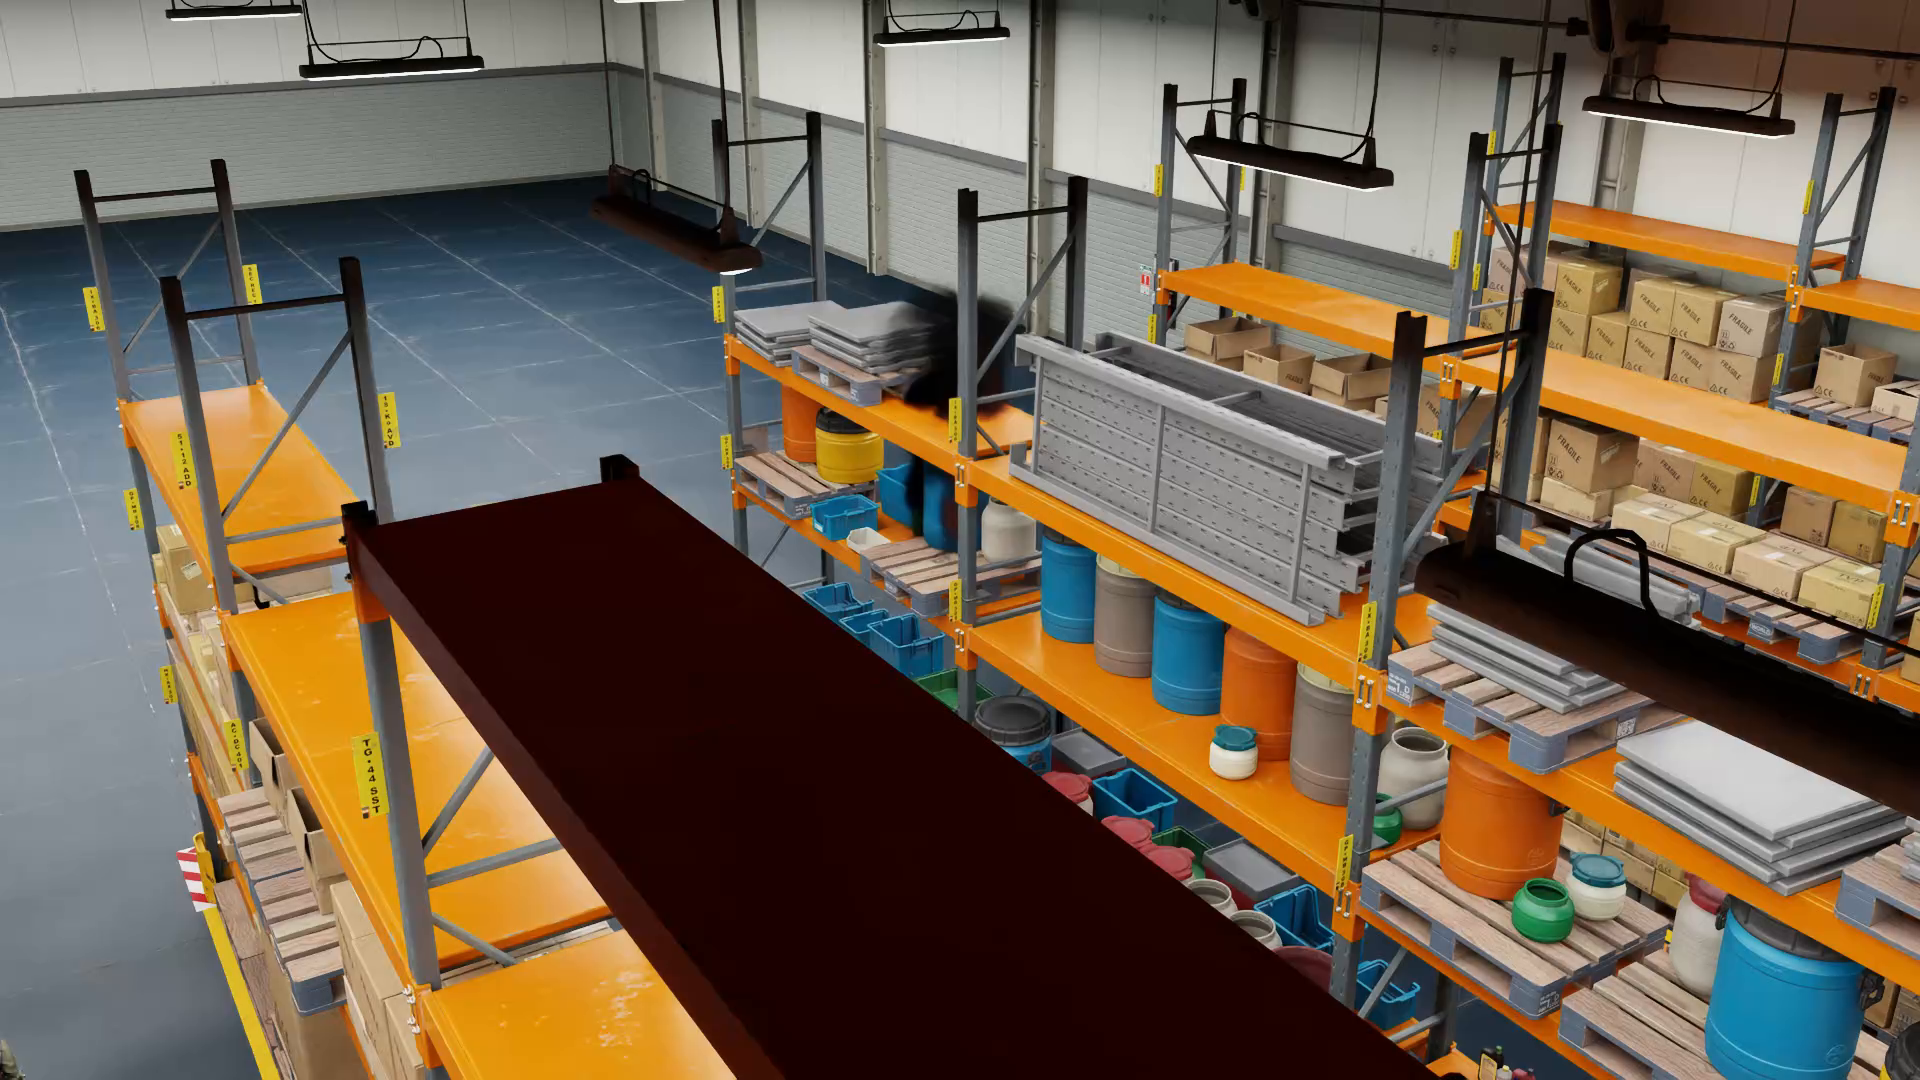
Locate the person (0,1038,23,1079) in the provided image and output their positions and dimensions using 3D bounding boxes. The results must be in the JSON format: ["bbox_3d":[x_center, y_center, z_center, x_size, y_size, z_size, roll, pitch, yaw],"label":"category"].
[{"bbox_3d":[-6.123,3.656,10.371,0.575,1.430,0.775,-12,25,-28],"label":"person"}]

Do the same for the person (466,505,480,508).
[{"bbox_3d":[-4.992,0.409,18.082,0.820,1.720,0.703,-5,22,-13],"label":"person"}]
